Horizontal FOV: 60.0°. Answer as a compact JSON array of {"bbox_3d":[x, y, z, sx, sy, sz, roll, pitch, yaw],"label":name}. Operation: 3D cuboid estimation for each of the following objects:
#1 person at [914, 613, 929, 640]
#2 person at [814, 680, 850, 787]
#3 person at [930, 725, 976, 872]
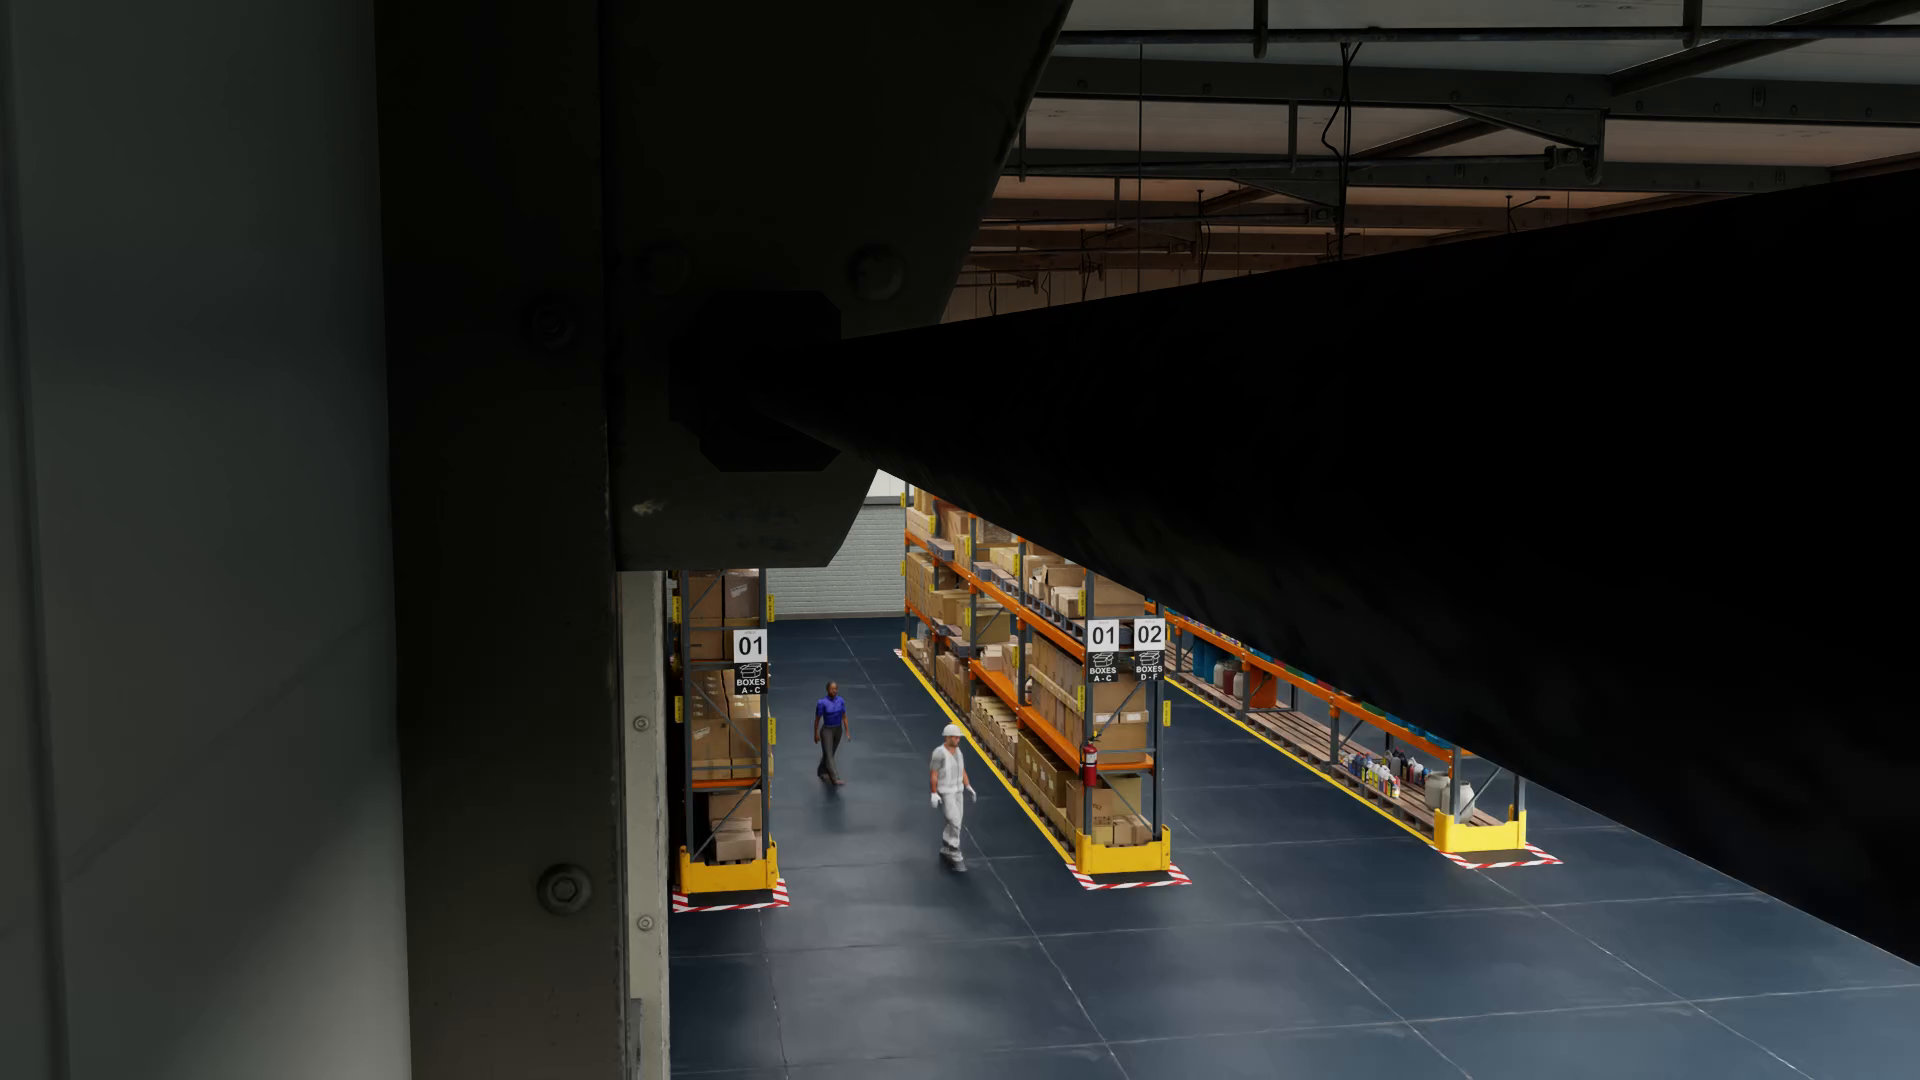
[{"bbox_3d":[-0.739,1.528,37.952,1.023,1.725,0.531,-3,7,-26],"label":"person"},{"bbox_3d":[-1.912,2.916,25.081,0.491,1.590,1.051,-5,8,-40],"label":"person"},{"bbox_3d":[-0.055,3.271,21.154,0.586,1.837,0.565,4,7,36],"label":"person"}]
